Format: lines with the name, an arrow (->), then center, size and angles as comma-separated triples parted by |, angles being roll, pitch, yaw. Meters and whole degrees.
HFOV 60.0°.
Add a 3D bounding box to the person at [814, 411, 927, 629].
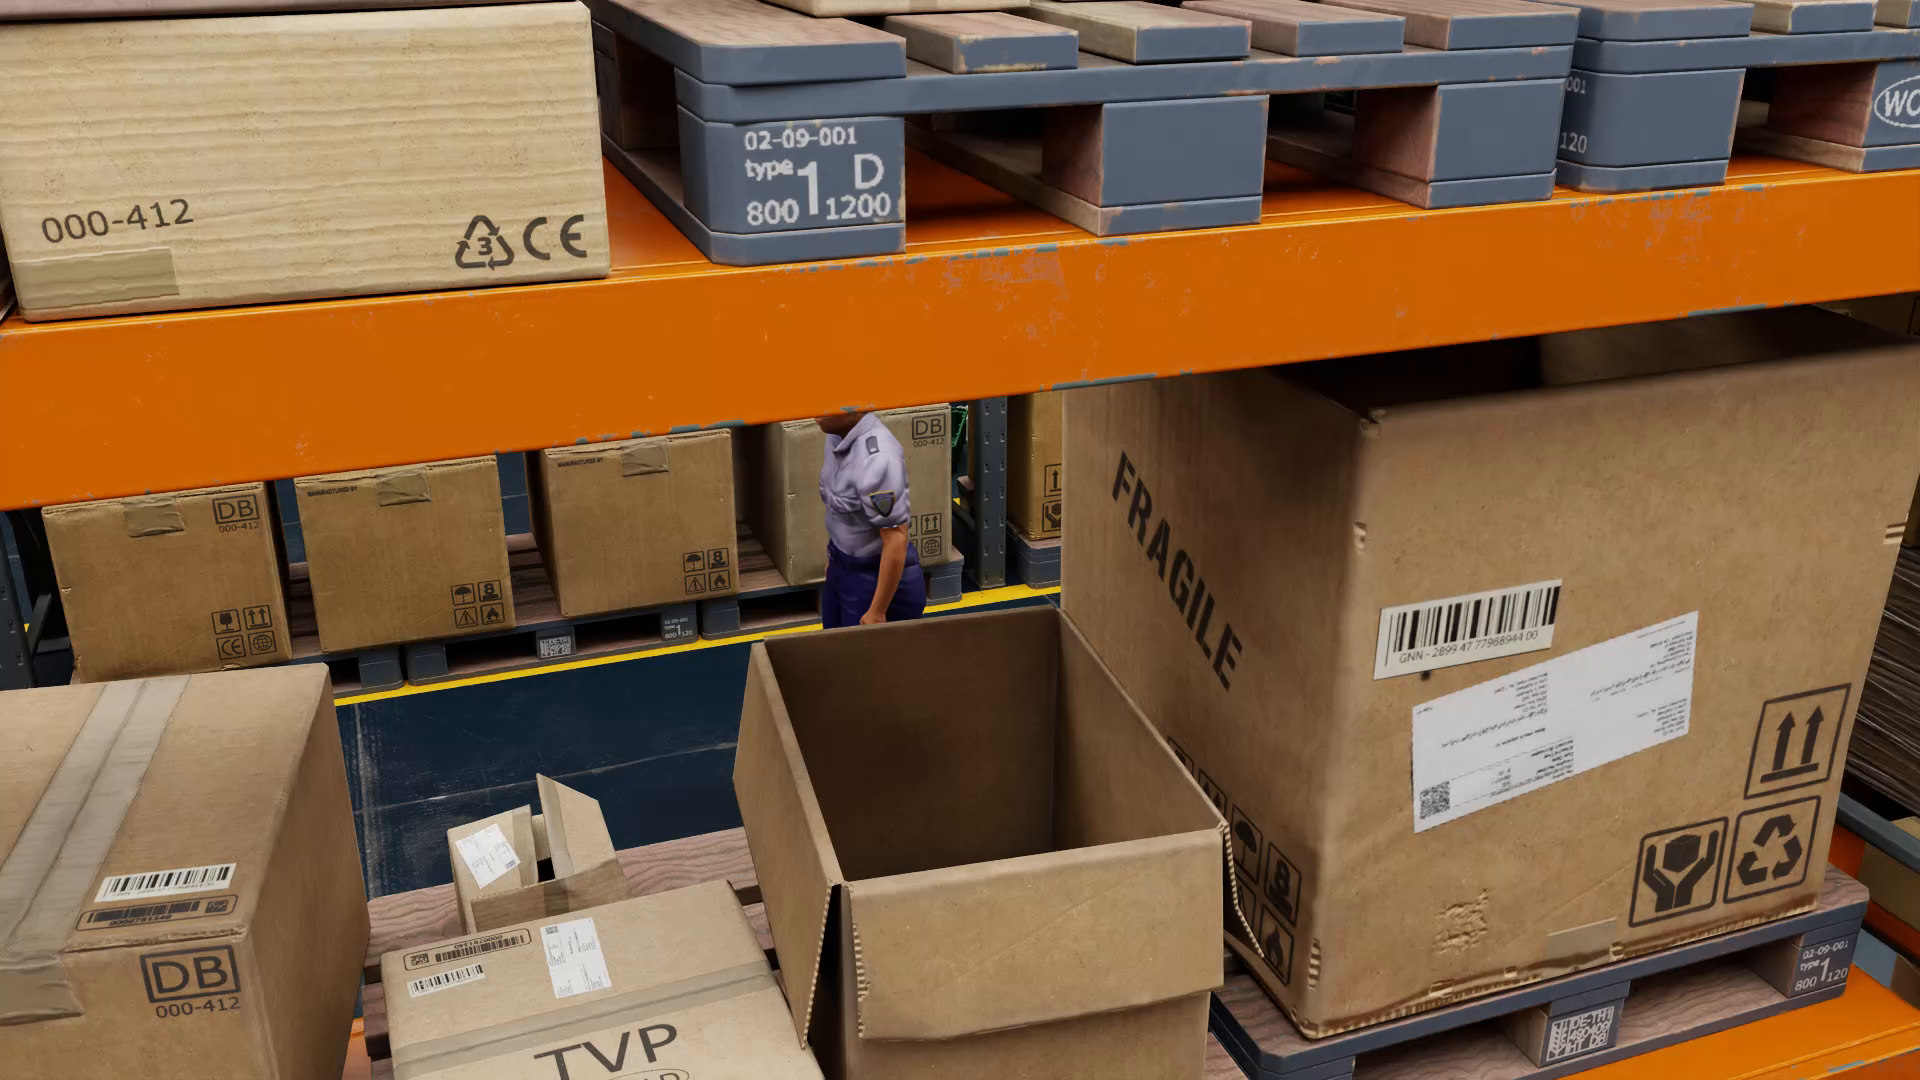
person -> -0.326, 0.158, 5.724 | 0.368, 1.652, 0.542 | -8, 24, -19
